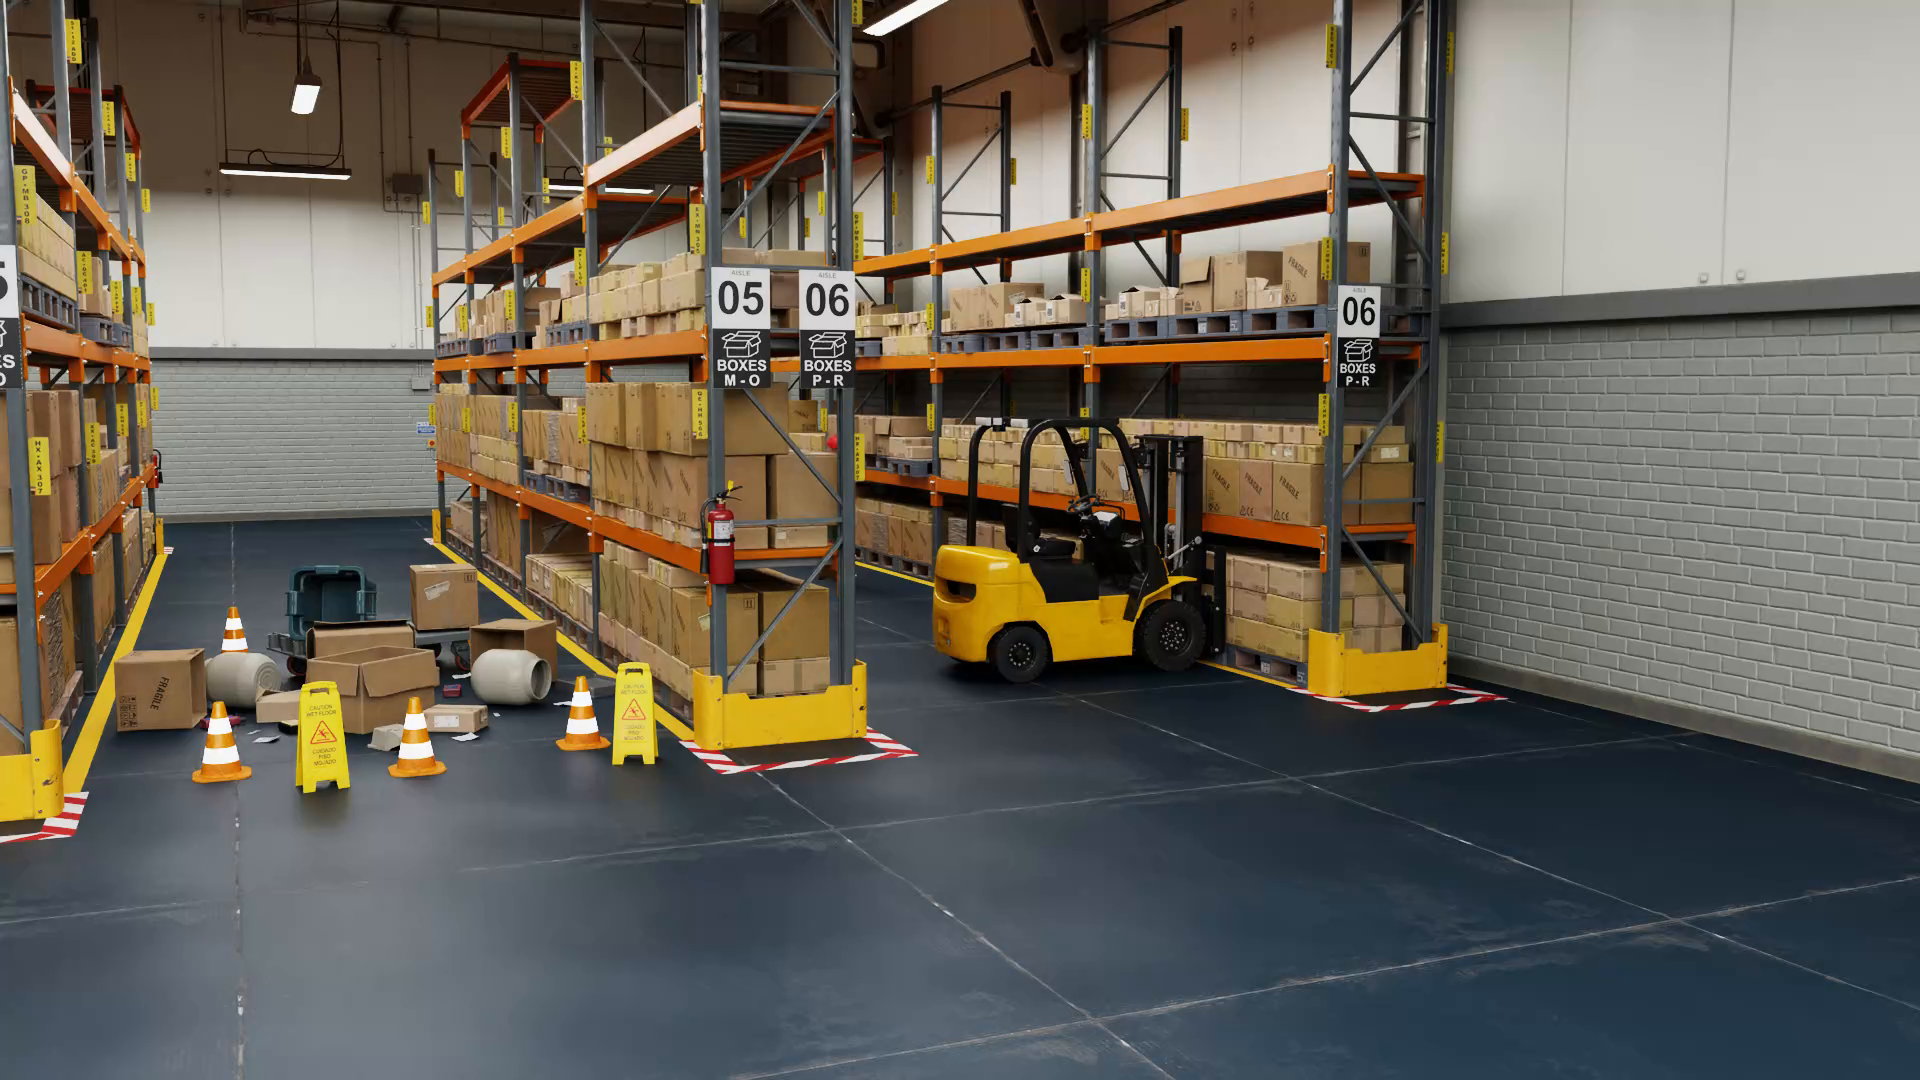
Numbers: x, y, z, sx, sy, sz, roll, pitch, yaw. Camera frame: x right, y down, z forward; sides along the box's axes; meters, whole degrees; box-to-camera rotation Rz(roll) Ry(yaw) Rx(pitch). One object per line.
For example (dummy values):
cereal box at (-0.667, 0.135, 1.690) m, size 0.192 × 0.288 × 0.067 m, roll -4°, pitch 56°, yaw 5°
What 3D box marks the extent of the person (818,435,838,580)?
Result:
person at (-1.590, -0.404, 20.722) m, size 0.547 × 1.803 × 0.452 m, roll -2°, pitch 6°, yaw -24°
